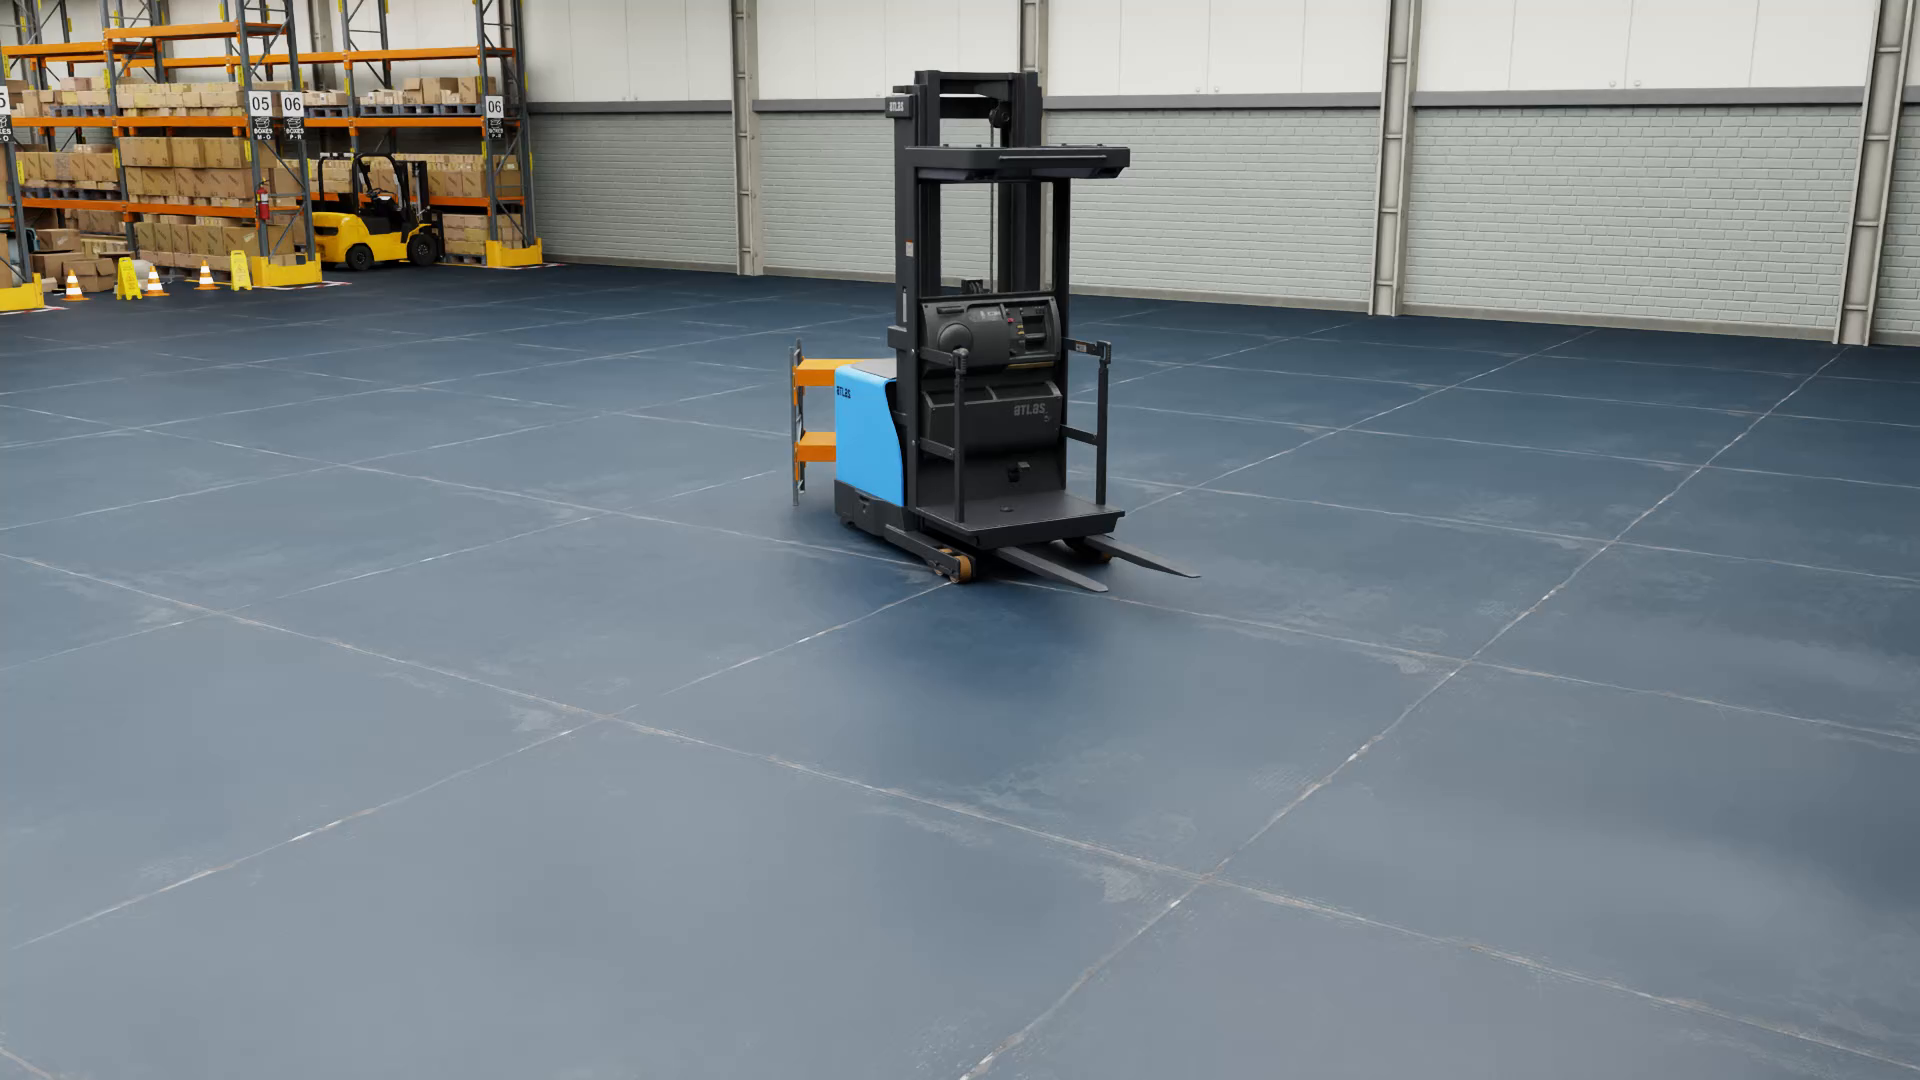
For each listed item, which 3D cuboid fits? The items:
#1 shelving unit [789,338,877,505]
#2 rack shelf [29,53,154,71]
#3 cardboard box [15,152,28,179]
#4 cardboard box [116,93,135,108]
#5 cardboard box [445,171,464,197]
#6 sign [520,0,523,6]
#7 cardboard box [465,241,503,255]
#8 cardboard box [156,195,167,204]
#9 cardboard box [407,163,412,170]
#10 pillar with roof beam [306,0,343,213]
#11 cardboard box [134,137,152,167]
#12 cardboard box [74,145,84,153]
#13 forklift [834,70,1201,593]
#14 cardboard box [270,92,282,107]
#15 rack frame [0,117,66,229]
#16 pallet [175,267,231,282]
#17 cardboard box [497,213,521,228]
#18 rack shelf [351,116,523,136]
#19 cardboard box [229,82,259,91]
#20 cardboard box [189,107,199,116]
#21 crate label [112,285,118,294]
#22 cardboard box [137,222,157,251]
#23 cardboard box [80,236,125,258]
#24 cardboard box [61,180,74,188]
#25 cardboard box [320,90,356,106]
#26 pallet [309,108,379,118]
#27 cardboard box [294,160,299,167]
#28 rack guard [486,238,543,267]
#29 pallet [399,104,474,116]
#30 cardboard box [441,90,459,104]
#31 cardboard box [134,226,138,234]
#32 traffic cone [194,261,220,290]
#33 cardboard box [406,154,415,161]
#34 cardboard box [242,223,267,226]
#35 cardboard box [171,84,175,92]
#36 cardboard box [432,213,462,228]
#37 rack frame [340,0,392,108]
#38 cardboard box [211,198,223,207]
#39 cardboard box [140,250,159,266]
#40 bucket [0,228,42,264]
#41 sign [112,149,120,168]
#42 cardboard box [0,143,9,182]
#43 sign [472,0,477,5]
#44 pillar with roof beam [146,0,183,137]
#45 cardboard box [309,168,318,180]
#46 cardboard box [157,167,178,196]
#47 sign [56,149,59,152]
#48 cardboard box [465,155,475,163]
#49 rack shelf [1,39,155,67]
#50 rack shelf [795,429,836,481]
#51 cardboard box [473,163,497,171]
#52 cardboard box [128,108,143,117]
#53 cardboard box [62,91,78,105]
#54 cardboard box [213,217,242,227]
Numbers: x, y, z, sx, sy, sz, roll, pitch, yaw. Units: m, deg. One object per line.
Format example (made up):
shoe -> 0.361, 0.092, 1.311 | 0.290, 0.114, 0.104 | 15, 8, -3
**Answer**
shelving unit -> -0.658, -0.850, 11.915 | 1.048, 1.125, 0.538 | 0, 14, 1
rack shelf -> -20.353, -11.285, 39.189 | 4.000, 0.370, 1.077 | 9, 17, 33
cardboard box -> -17.897, -7.220, 32.044 | 0.500, 0.500, 0.500 | 9, 16, 31
cardboard box -> -14.610, -7.807, 29.569 | 0.500, 0.250, 0.500 | 9, 16, 32
cardboard box -> -9.716, -6.980, 32.571 | 0.500, 0.500, 0.500 | 10, 17, 35
sign -> -8.421, -10.399, 31.830 | 0.005, 0.325, 0.100 | 9, 17, 33
cardboard box -> -9.302, -5.716, 32.519 | 0.500, 0.250, 0.500 | 9, 17, 33
cardboard box -> -14.078, -6.072, 29.631 | 0.250, 0.149, 0.380 | 10, 17, 35
cardboard box -> -10.892, -7.474, 33.215 | 0.250, 0.149, 0.380 | 9, 16, 31
pillar with roof beam -> -16.192, -9.978, 32.404 | 0.400, 9.000, 9.100 | 9, 17, 33
cardboard box -> -14.167, -6.896, 29.531 | 0.500, 0.500, 0.700 | 9, 17, 33
cardboard box -> -16.151, -7.243, 30.790 | 0.250, 0.149, 0.380 | 8, 16, 30
forklift -> 0.302, -1.291, 9.938 | 1.130, 2.935, 3.031 | -8, 16, -28
cardboard box -> -11.772, -7.505, 28.348 | 0.500, 0.250, 0.500 | 9, 16, 32
rack frame -> -18.142, -6.929, 32.573 | 0.127, 3.000, 1.000 | 9, 17, 33
pallet -> -13.229, -4.793, 29.745 | 1.213, 0.211, 1.003 | 9, 17, 33
cardboard box -> -9.029, -6.303, 32.812 | 0.500, 0.250, 0.500 | 9, 16, 32
rack shelf -> -10.396, -8.222, 33.048 | 4.000, 0.370, 1.077 | 9, 17, 33
cardboard box -> -11.949, -7.564, 27.758 | 0.250, 0.149, 0.380 | 9, 17, 33
cardboard box -> -13.003, -7.360, 28.593 | 0.250, 0.149, 0.380 | 9, 16, 31
crate label -> -13.604, -4.093, 27.074 | 0.298, 0.136, 0.250 | 1, 14, 4
cardboard box -> -14.484, -5.493, 30.059 | 0.500, 0.500, 0.500 | 10, 17, 35
cardboard box -> -16.435, -5.580, 31.715 | 0.625, 0.372, 0.950 | 10, 17, 35
cardboard box -> -16.662, -6.704, 31.312 | 0.250, 0.149, 0.380 | 10, 17, 35
cardboard box -> -12.792, -9.097, 34.190 | 0.500, 0.311, 0.500 | 9, 16, 31
pallet -> -12.794, -8.862, 34.536 | 1.217, 0.209, 0.805 | 8, 16, 31
cardboard box -> -13.803, -7.934, 35.072 | 0.250, 0.149, 0.380 | 9, 16, 31
rack guard -> -8.716, -5.630, 32.526 | 0.348, 0.500, 1.175 | 9, 17, 33
pallet -> -10.325, -8.523, 32.953 | 1.213, 0.211, 1.003 | 9, 17, 33
cardboard box -> -9.804, -8.574, 32.174 | 0.258, 0.266, 0.396 | 9, 17, 33
cardboard box -> -19.320, -7.292, 39.097 | 0.250, 0.149, 0.380 | 9, 16, 31
traffic cone -> -12.580, -4.425, 27.738 | 0.334, 0.463, 0.336 | 9, 17, 33
cardboard box -> -10.843, -7.632, 33.235 | 0.250, 0.149, 0.380 | 9, 17, 33
cardboard box -> -12.475, -5.325, 29.381 | 0.500, 0.500, 0.500 | 8, 16, 31
cardboard box -> -13.407, -7.815, 28.771 | 0.250, 0.149, 0.380 | 10, 17, 34
cardboard box -> -10.144, -6.334, 32.934 | 0.500, 0.250, 0.500 | 9, 17, 34
rack frame -> -12.055, -10.295, 33.685 | 0.127, 3.000, 1.000 | 9, 17, 33
cardboard box -> -12.636, -5.821, 28.619 | 0.250, 0.149, 0.380 | 10, 17, 34
cardboard box -> -14.484, -5.129, 30.149 | 0.500, 0.250, 0.500 | 8, 16, 30
bucket -> -16.102, -4.983, 28.358 | 0.726, 0.611, 0.620 | -10, 7, -35
sign -> -15.129, -6.844, 29.818 | 0.005, 0.325, 0.100 | 9, 17, 33
cardboard box -> -14.468, -5.510, 24.282 | 0.550, 0.550, 0.875 | 9, 17, 33
sign -> -9.051, -10.144, 30.967 | 0.005, 0.325, 0.100 | 9, 17, 33
pillar with roof beam -> -21.171, -10.783, 35.655 | 0.400, 9.000, 9.100 | 9, 17, 33
cardboard box -> -13.457, -7.705, 34.979 | 0.500, 0.250, 0.500 | 10, 17, 34
cardboard box -> -13.774, -6.339, 29.360 | 0.500, 0.500, 0.500 | 9, 17, 32
sign -> -17.847, -7.562, 32.885 | 0.005, 0.325, 0.100 | 9, 17, 33
cardboard box -> -9.373, -7.387, 32.246 | 0.250, 0.149, 0.380 | 9, 17, 33
rack shelf -> -16.482, -9.030, 30.903 | 4.000, 0.370, 1.077 | 9, 17, 33
rack shelf -> -0.658, -0.612, 11.974 | 1.000, 0.278, 0.538 | 0, 14, 1
cardboard box -> -9.180, -7.201, 32.111 | 0.250, 0.149, 0.380 | 9, 17, 34
cardboard box -> -14.516, -7.590, 29.520 | 0.250, 0.149, 0.380 | 9, 17, 33
cardboard box -> -16.228, -8.167, 30.768 | 0.500, 0.250, 0.500 | 9, 17, 34
cardboard box -> -12.656, -5.496, 28.720 | 0.250, 0.149, 0.380 | 10, 17, 34
